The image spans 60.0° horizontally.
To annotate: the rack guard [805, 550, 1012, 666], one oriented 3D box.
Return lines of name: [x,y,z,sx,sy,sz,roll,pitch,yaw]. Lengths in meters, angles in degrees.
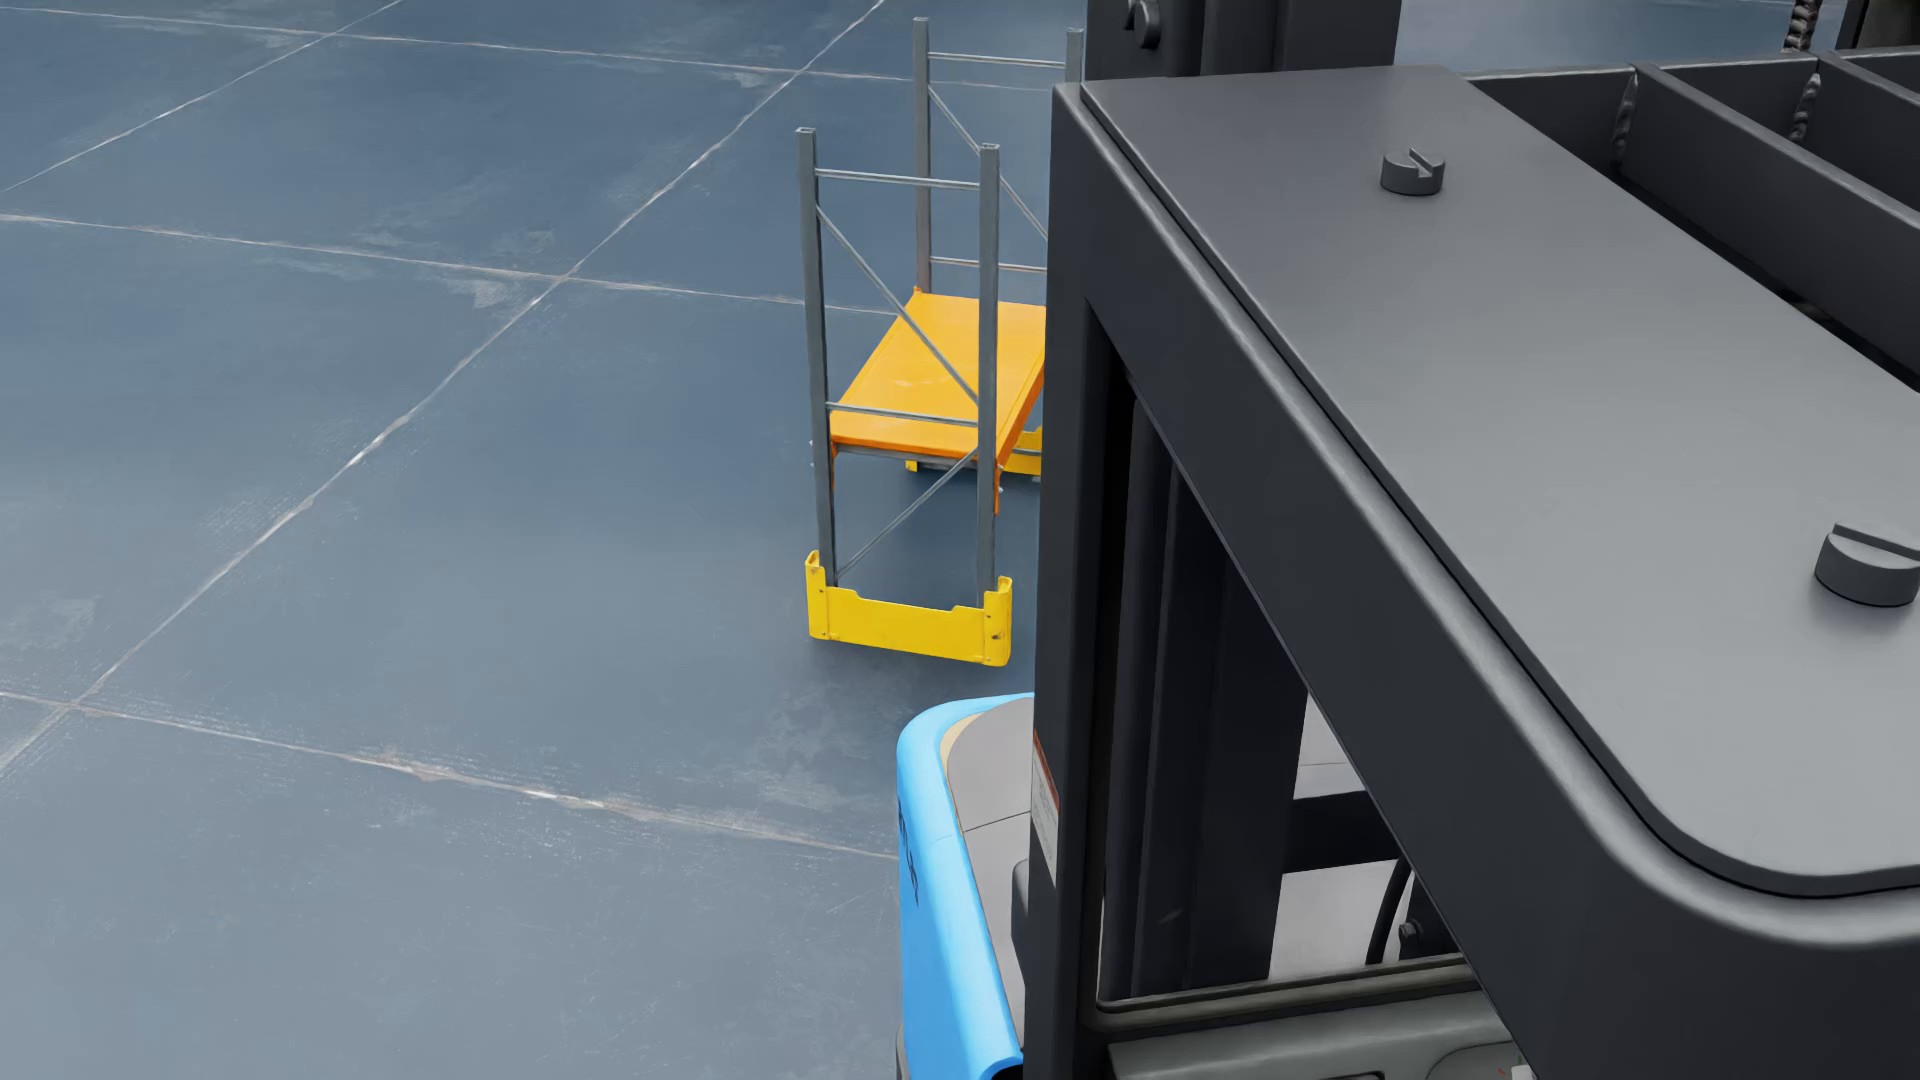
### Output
rack guard: [-0.146,0.192,4.714,0.587,0.250,0.087,8,33,12]

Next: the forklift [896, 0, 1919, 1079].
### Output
forklift: [0.647,0.680,1.449,1.130,2.935,3.031,-6,33,-9]

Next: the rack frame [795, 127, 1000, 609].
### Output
rack frame: [-0.151,-0.325,4.363,0.500,1.500,0.032,8,33,12]

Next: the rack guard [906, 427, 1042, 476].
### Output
rack guard: [0.107,-0.324,5.527,0.587,0.250,0.087,8,33,12]

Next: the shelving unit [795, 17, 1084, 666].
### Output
shelving unit: [-0.019,-0.593,4.785,0.587,1.500,1.083,8,33,12]

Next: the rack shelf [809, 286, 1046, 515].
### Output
rack shelf: [-0.022,-0.437,4.874,0.538,0.185,1.000,8,33,12]

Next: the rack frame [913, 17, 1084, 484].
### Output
rack frame: [0.107,-0.852,5.193,0.500,1.500,0.032,8,33,12]
